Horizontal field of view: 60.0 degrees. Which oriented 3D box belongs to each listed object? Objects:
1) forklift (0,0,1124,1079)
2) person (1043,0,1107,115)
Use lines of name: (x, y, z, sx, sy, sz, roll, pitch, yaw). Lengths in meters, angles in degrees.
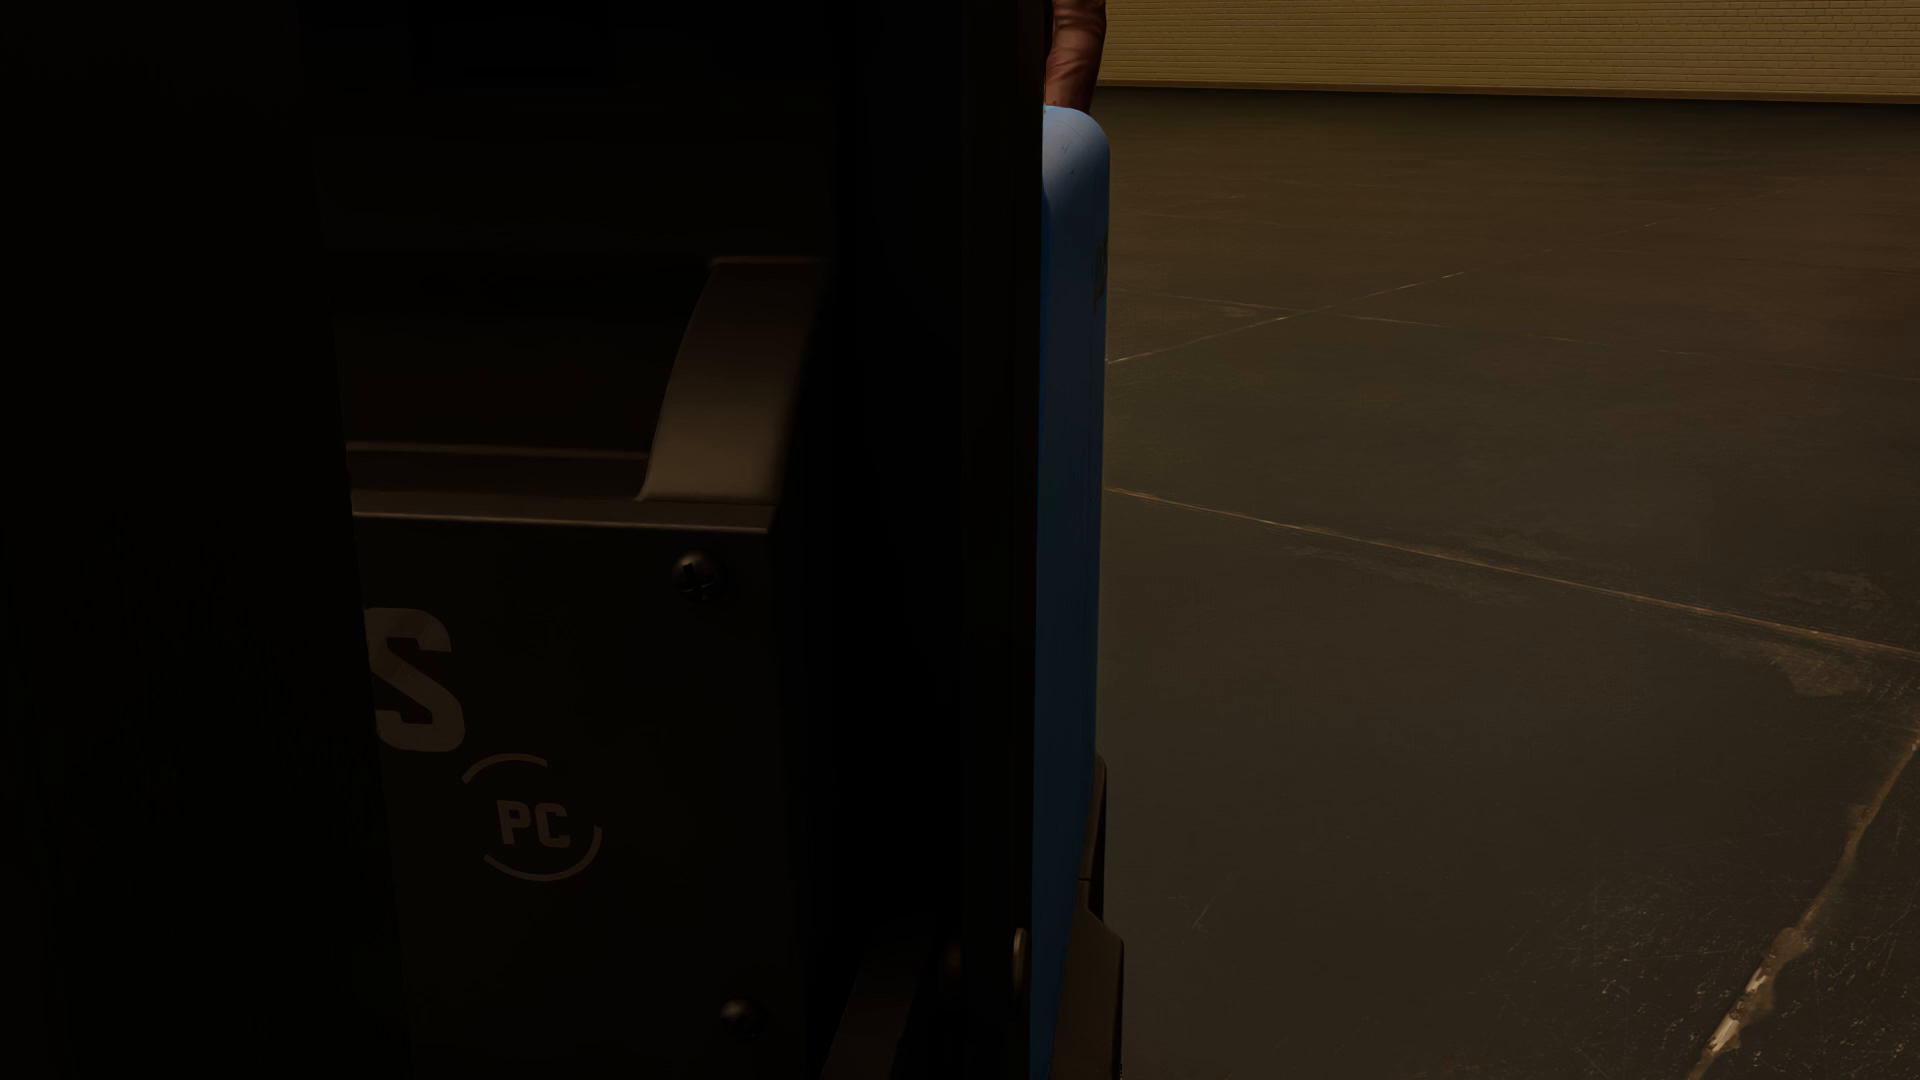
forklift: (-0.543, -0.448, 0.373, 1.130, 2.935, 3.031, 2, 17, 8)
person: (-0.062, -0.837, 3.616, 0.696, 1.777, 0.579, 13, 21, 37)
